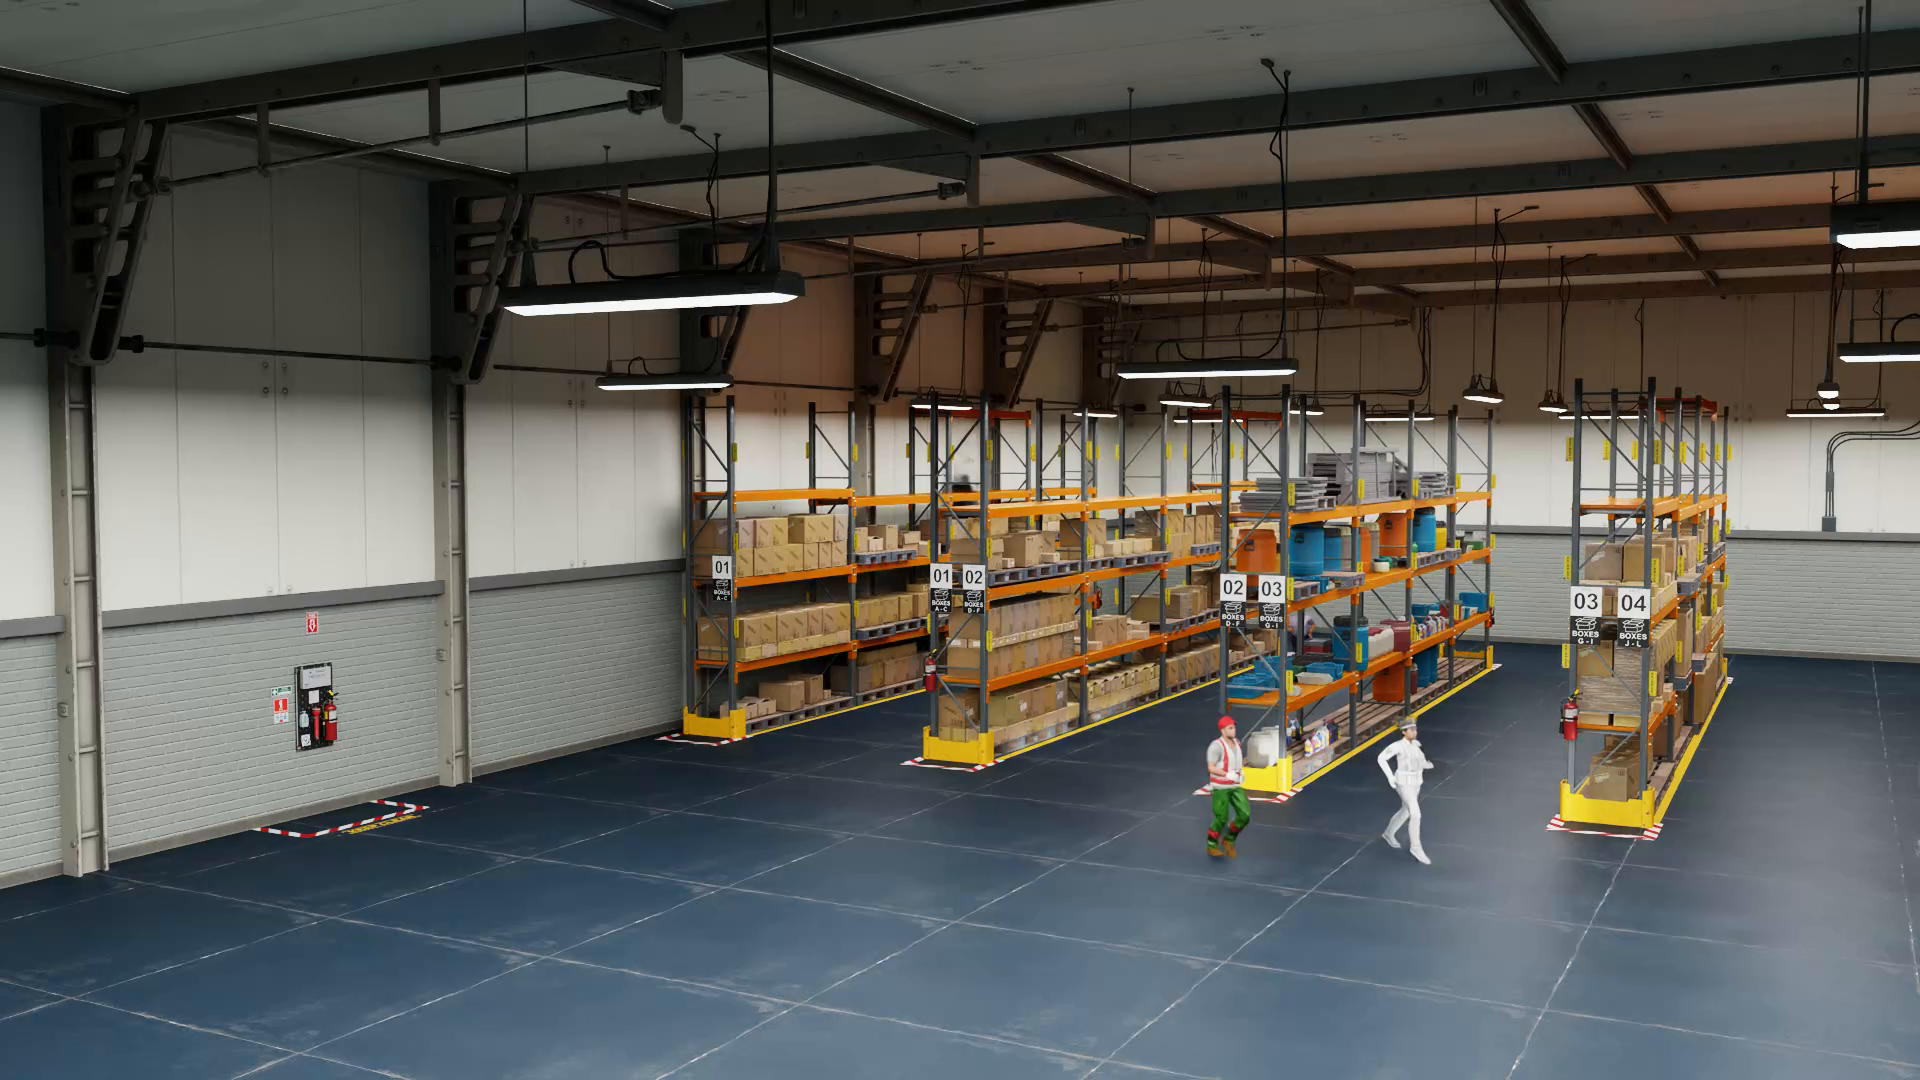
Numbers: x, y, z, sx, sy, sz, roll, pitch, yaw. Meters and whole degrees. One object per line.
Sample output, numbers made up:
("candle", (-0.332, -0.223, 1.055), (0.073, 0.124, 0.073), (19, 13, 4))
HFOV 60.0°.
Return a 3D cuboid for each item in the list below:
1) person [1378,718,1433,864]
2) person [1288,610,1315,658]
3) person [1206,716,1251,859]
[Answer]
("person", (5.531, 3.062, 20.582), (0.587, 1.741, 0.808), (-2, 4, -38))
("person", (7.463, 2.263, 36.494), (0.593, 1.704, 0.816), (1, 3, 22))
("person", (3.317, 3.046, 20.393), (0.686, 1.785, 0.676), (-2, 4, -35))
